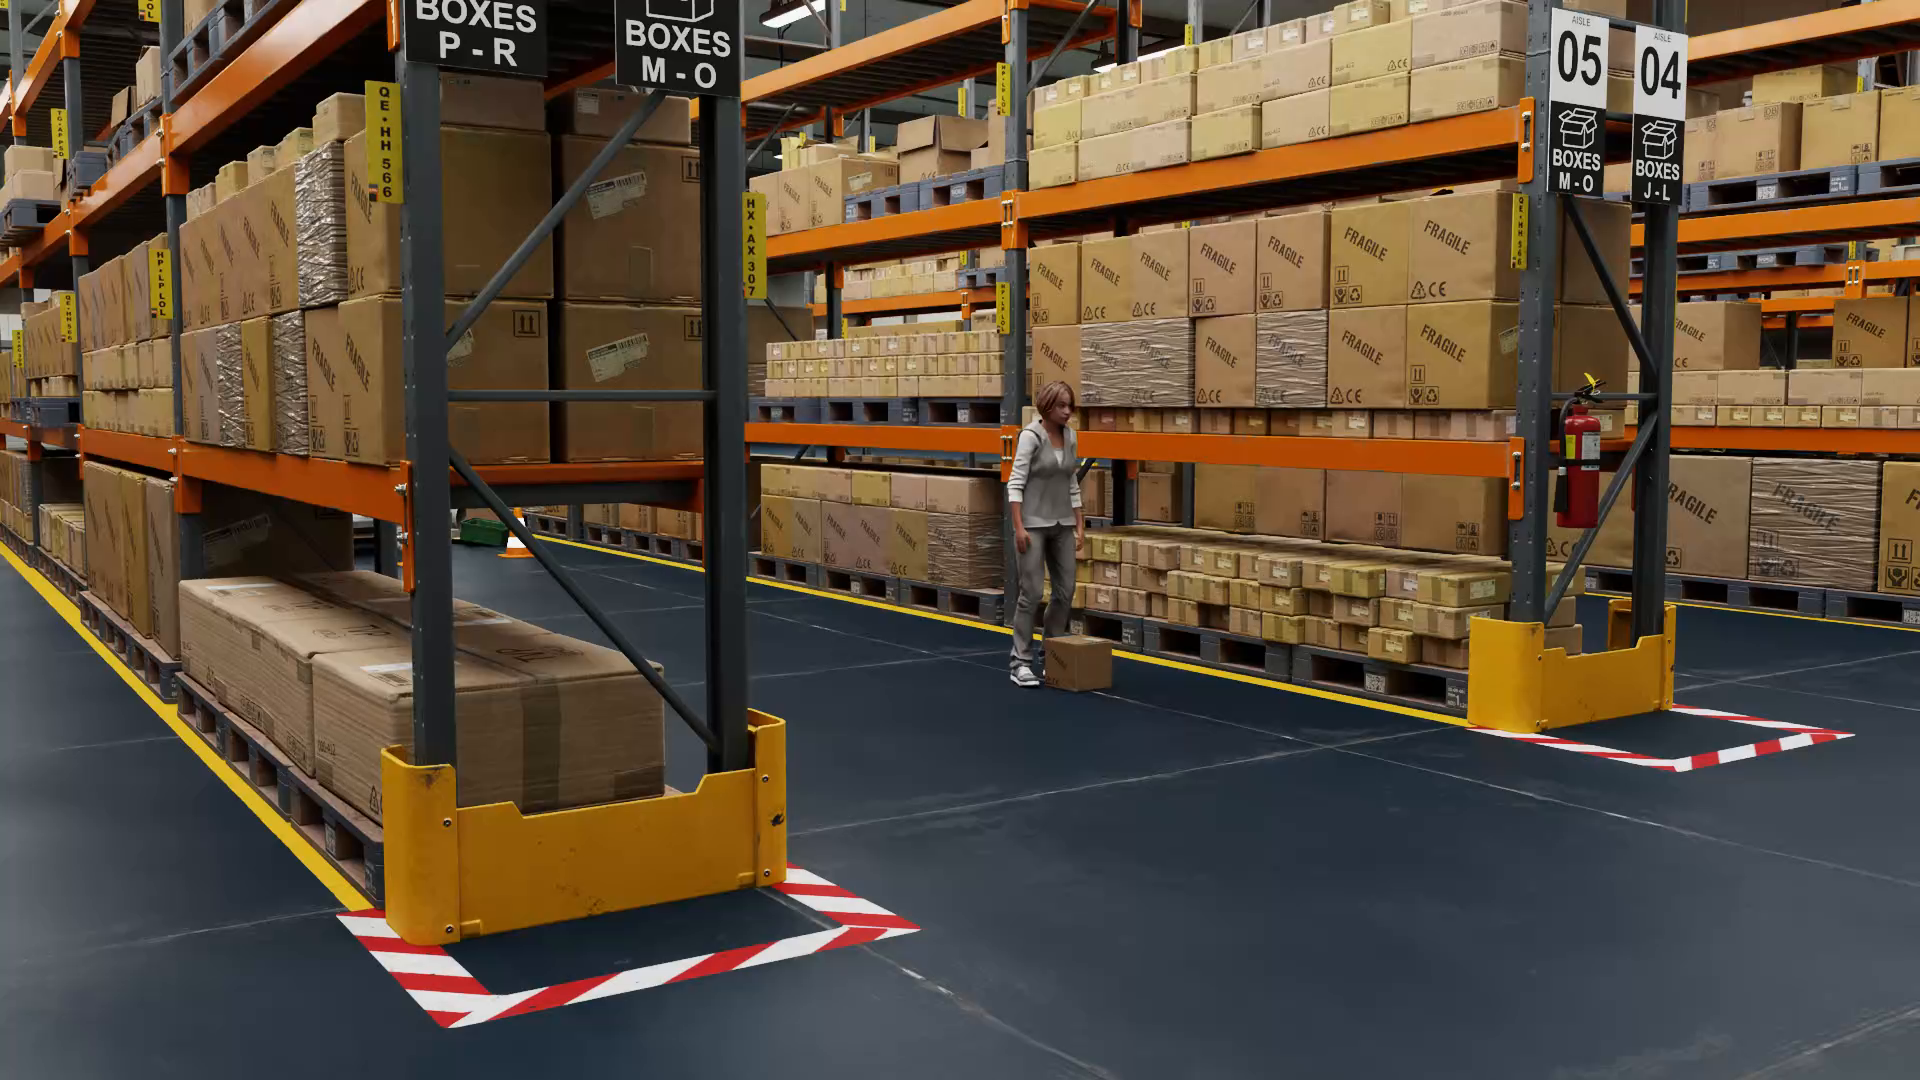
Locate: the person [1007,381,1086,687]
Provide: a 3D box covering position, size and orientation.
[{"bbox_3d":[0.457,-0.042,8.797,0.460,1.594,0.343,-3,6,-34],"label":"person"}]
